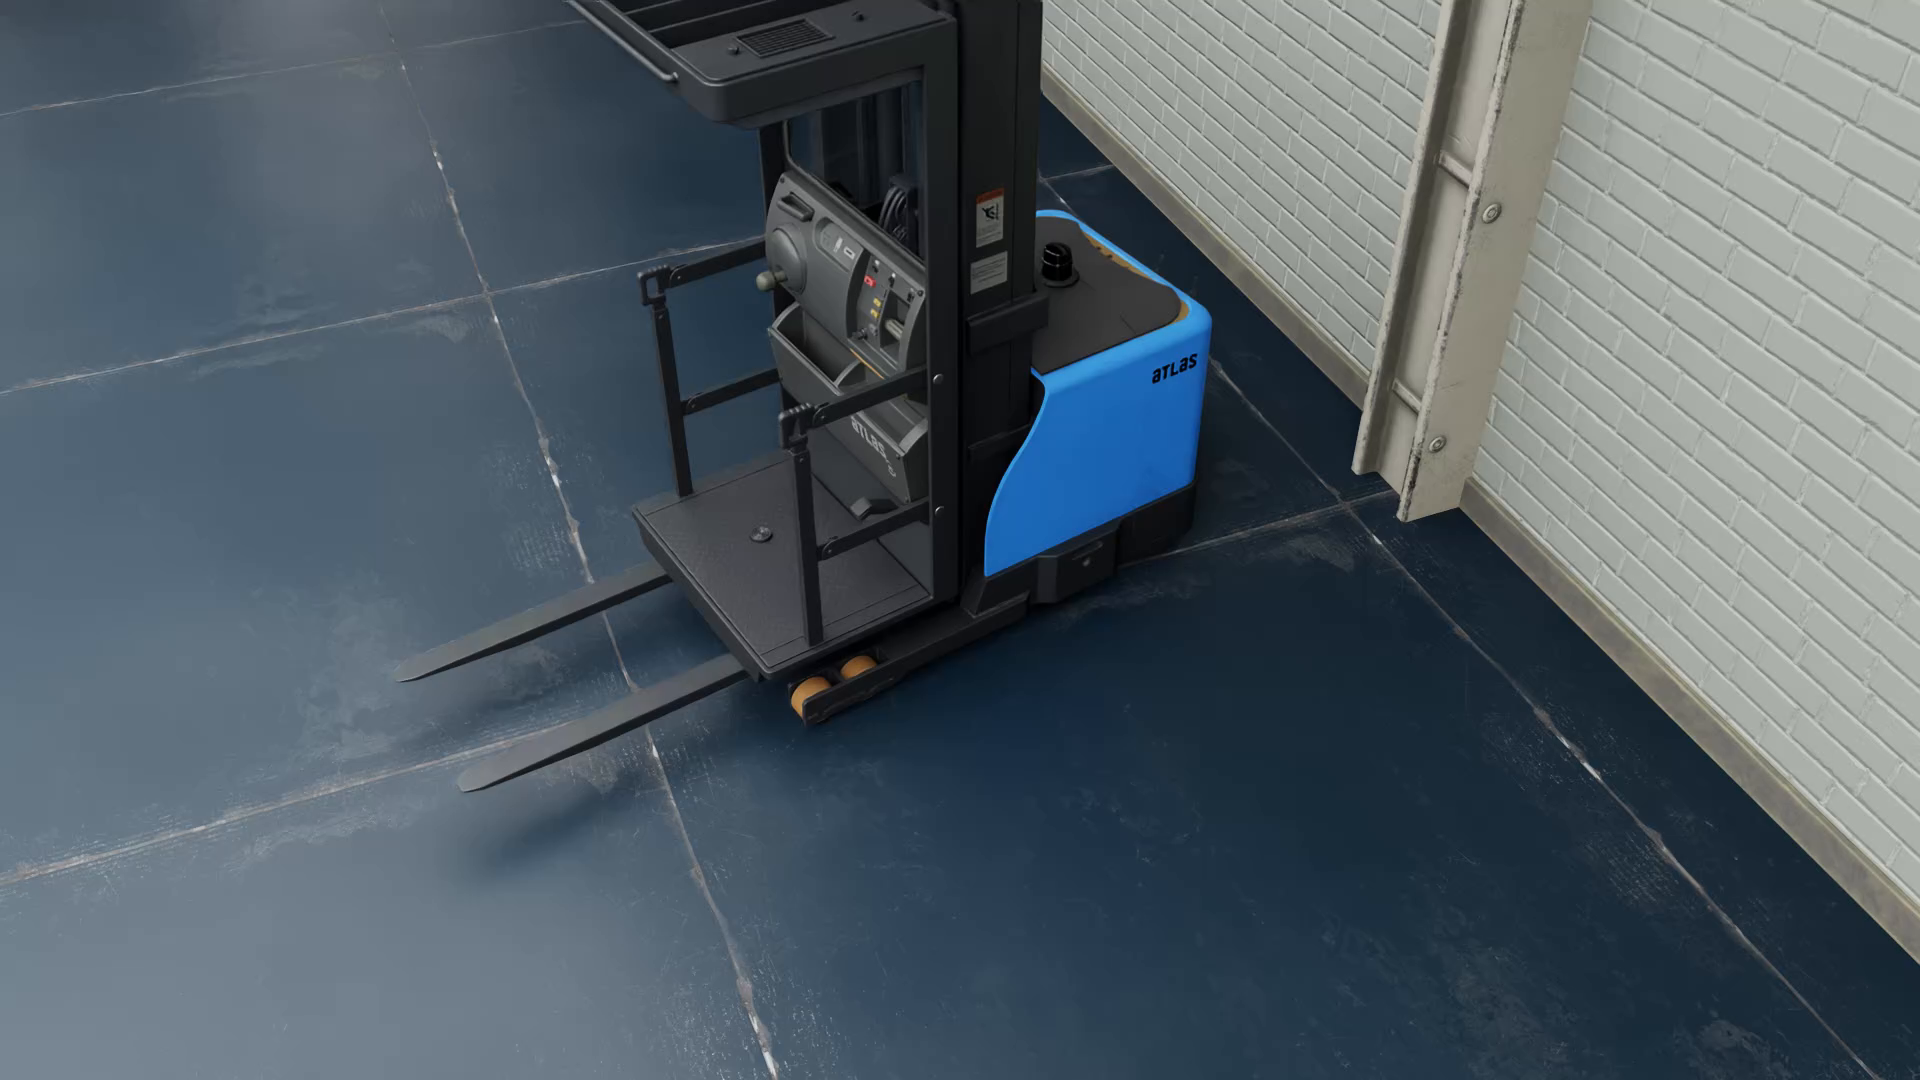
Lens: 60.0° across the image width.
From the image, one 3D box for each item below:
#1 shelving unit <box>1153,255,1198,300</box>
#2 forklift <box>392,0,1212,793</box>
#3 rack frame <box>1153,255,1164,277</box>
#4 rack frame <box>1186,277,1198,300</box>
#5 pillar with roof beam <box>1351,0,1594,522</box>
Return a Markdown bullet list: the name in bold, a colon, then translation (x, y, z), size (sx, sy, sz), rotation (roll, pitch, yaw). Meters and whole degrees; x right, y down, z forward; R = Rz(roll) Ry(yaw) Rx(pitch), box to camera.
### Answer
- **shelving unit**: translation (0.783, -0.709, 6.884), size (0.258, 0.900, 0.210), rotation (-25, 47, -26)
- **forklift**: translation (-0.565, -0.848, 5.488), size (3.031, 2.935, 1.130), rotation (-24, 46, -25)
- **rack frame**: translation (0.724, -0.763, 6.947), size (0.240, 0.900, 0.006), rotation (-25, 47, -26)
- **rack frame**: translation (0.842, -0.655, 6.821), size (0.240, 0.900, 0.006), rotation (-25, 47, -26)
- **pillar with roof beam**: translation (-2.090, -2.567, 2.833), size (9.100, 9.000, 0.400), rotation (-15, 43, -17)
